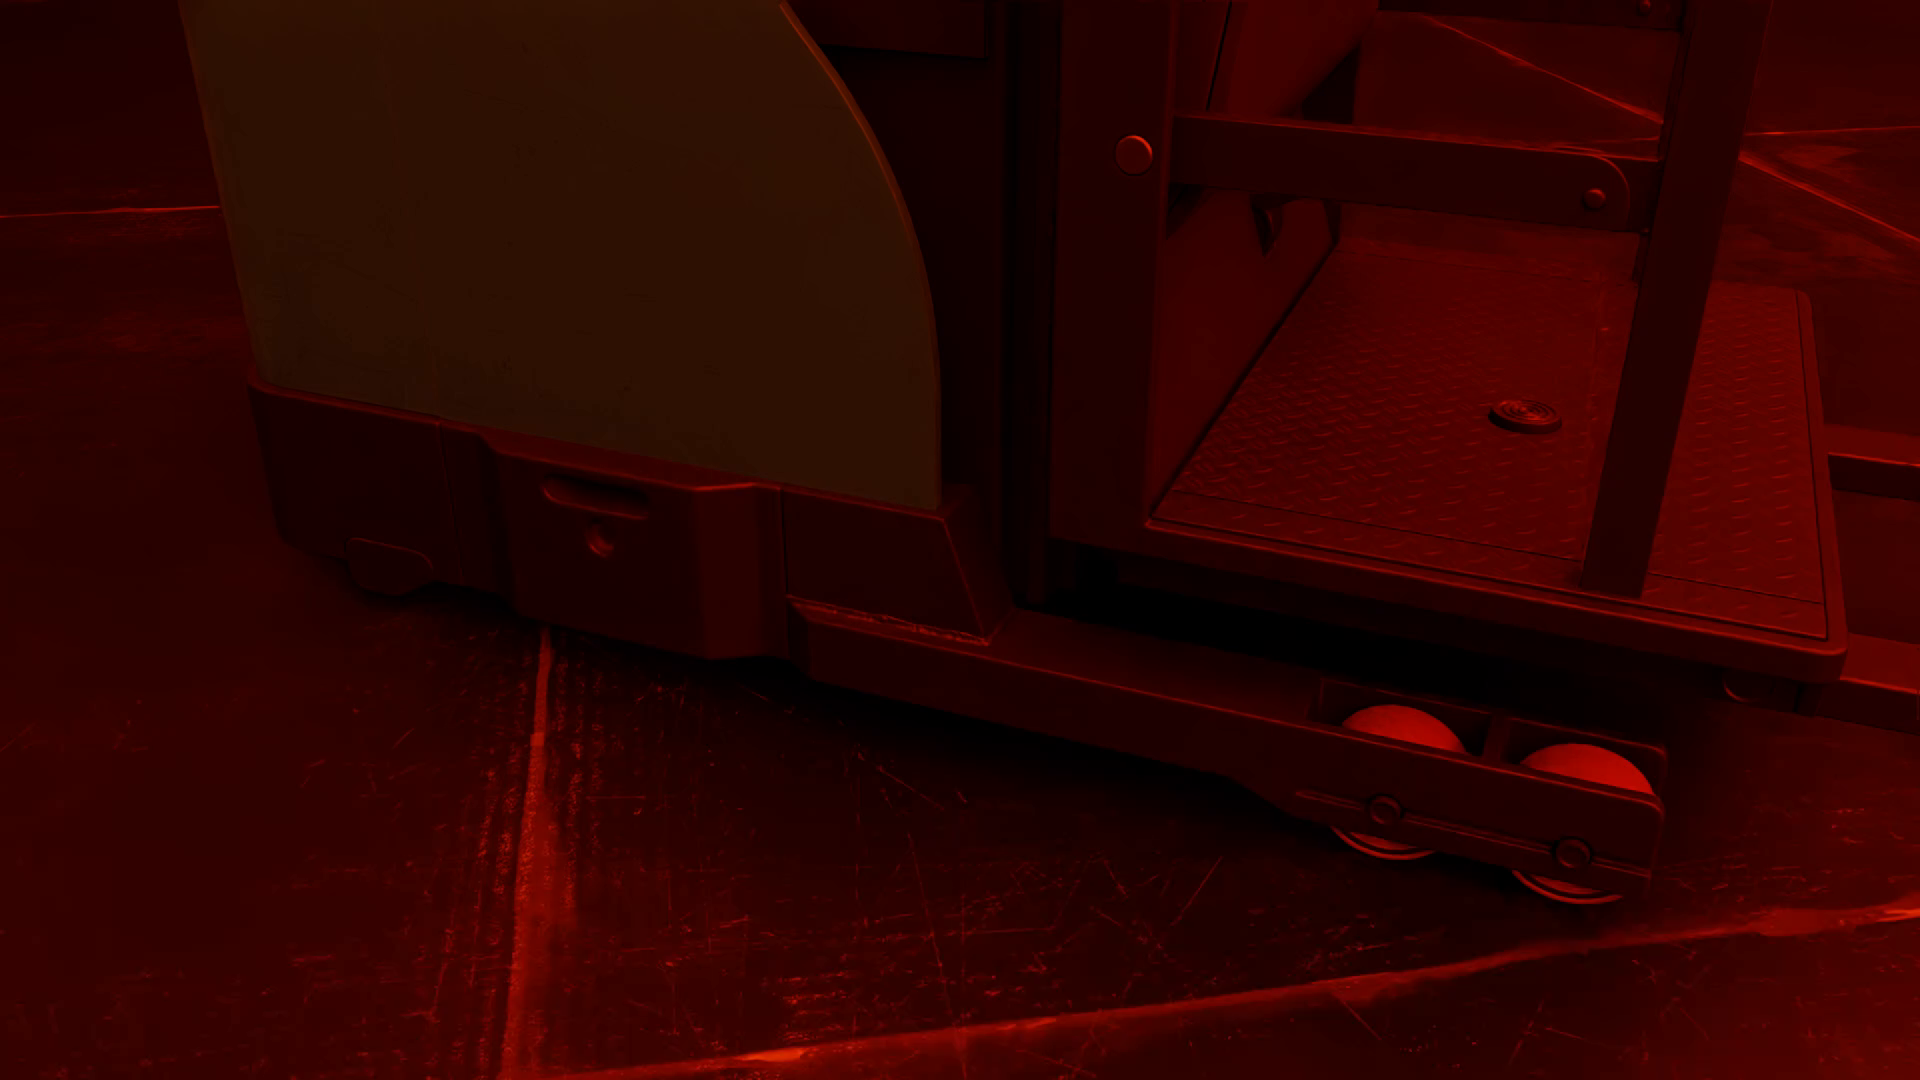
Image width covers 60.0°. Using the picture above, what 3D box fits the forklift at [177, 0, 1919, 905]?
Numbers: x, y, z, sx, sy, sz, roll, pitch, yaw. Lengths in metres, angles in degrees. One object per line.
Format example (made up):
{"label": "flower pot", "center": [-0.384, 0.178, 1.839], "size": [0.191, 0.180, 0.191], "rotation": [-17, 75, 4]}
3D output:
{"label": "forklift", "center": [0.587, -1.191, 1.618], "size": [3.031, 2.935, 1.130], "rotation": [11, 30, 20]}
